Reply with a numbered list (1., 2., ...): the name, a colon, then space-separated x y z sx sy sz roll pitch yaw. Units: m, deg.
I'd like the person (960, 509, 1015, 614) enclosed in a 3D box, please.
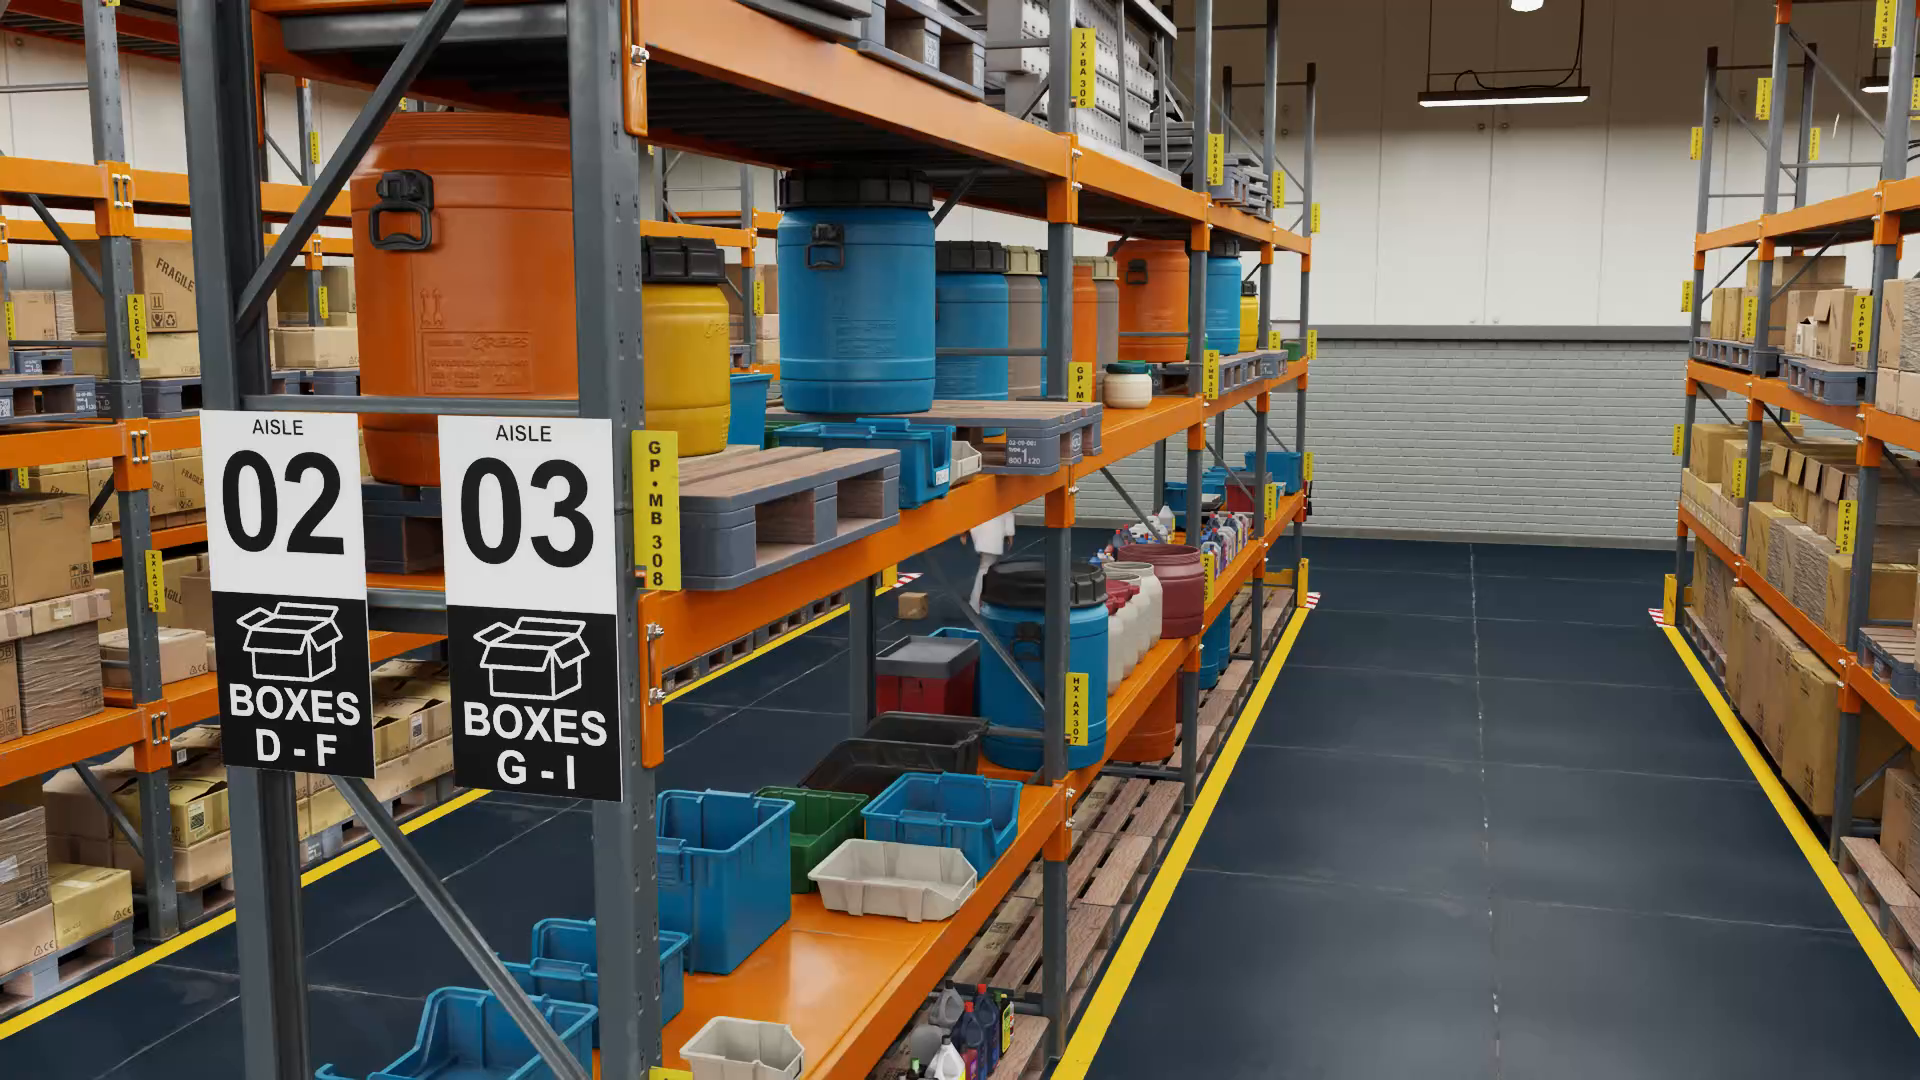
1. person: 0.303 -0.059 18.308 0.616 1.804 0.587 7 11 39
